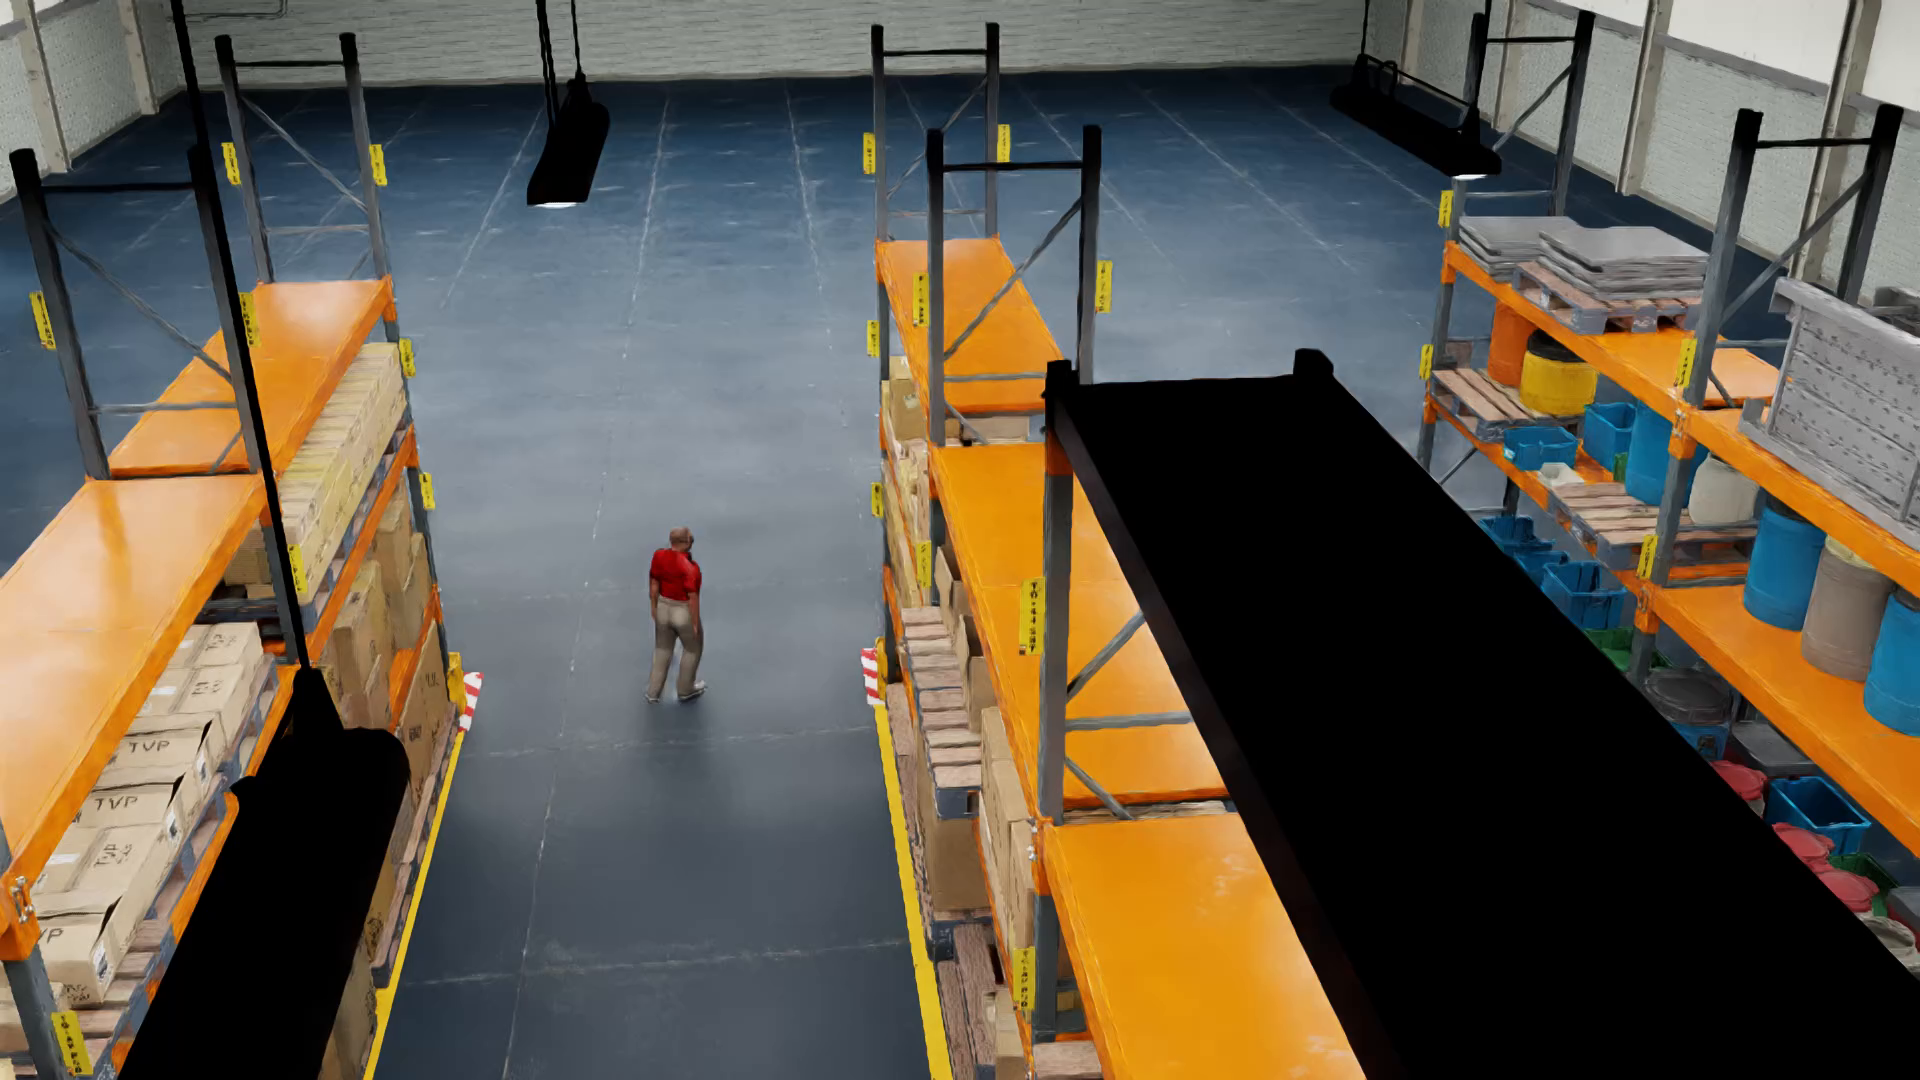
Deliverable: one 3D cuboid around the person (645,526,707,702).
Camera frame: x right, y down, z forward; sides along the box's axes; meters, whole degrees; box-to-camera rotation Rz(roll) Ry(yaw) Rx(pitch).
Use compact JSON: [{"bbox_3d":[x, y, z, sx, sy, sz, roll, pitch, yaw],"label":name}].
[{"bbox_3d":[-2.613,0.692,15.076,0.595,1.711,0.580,13,29,26],"label":"person"}]
